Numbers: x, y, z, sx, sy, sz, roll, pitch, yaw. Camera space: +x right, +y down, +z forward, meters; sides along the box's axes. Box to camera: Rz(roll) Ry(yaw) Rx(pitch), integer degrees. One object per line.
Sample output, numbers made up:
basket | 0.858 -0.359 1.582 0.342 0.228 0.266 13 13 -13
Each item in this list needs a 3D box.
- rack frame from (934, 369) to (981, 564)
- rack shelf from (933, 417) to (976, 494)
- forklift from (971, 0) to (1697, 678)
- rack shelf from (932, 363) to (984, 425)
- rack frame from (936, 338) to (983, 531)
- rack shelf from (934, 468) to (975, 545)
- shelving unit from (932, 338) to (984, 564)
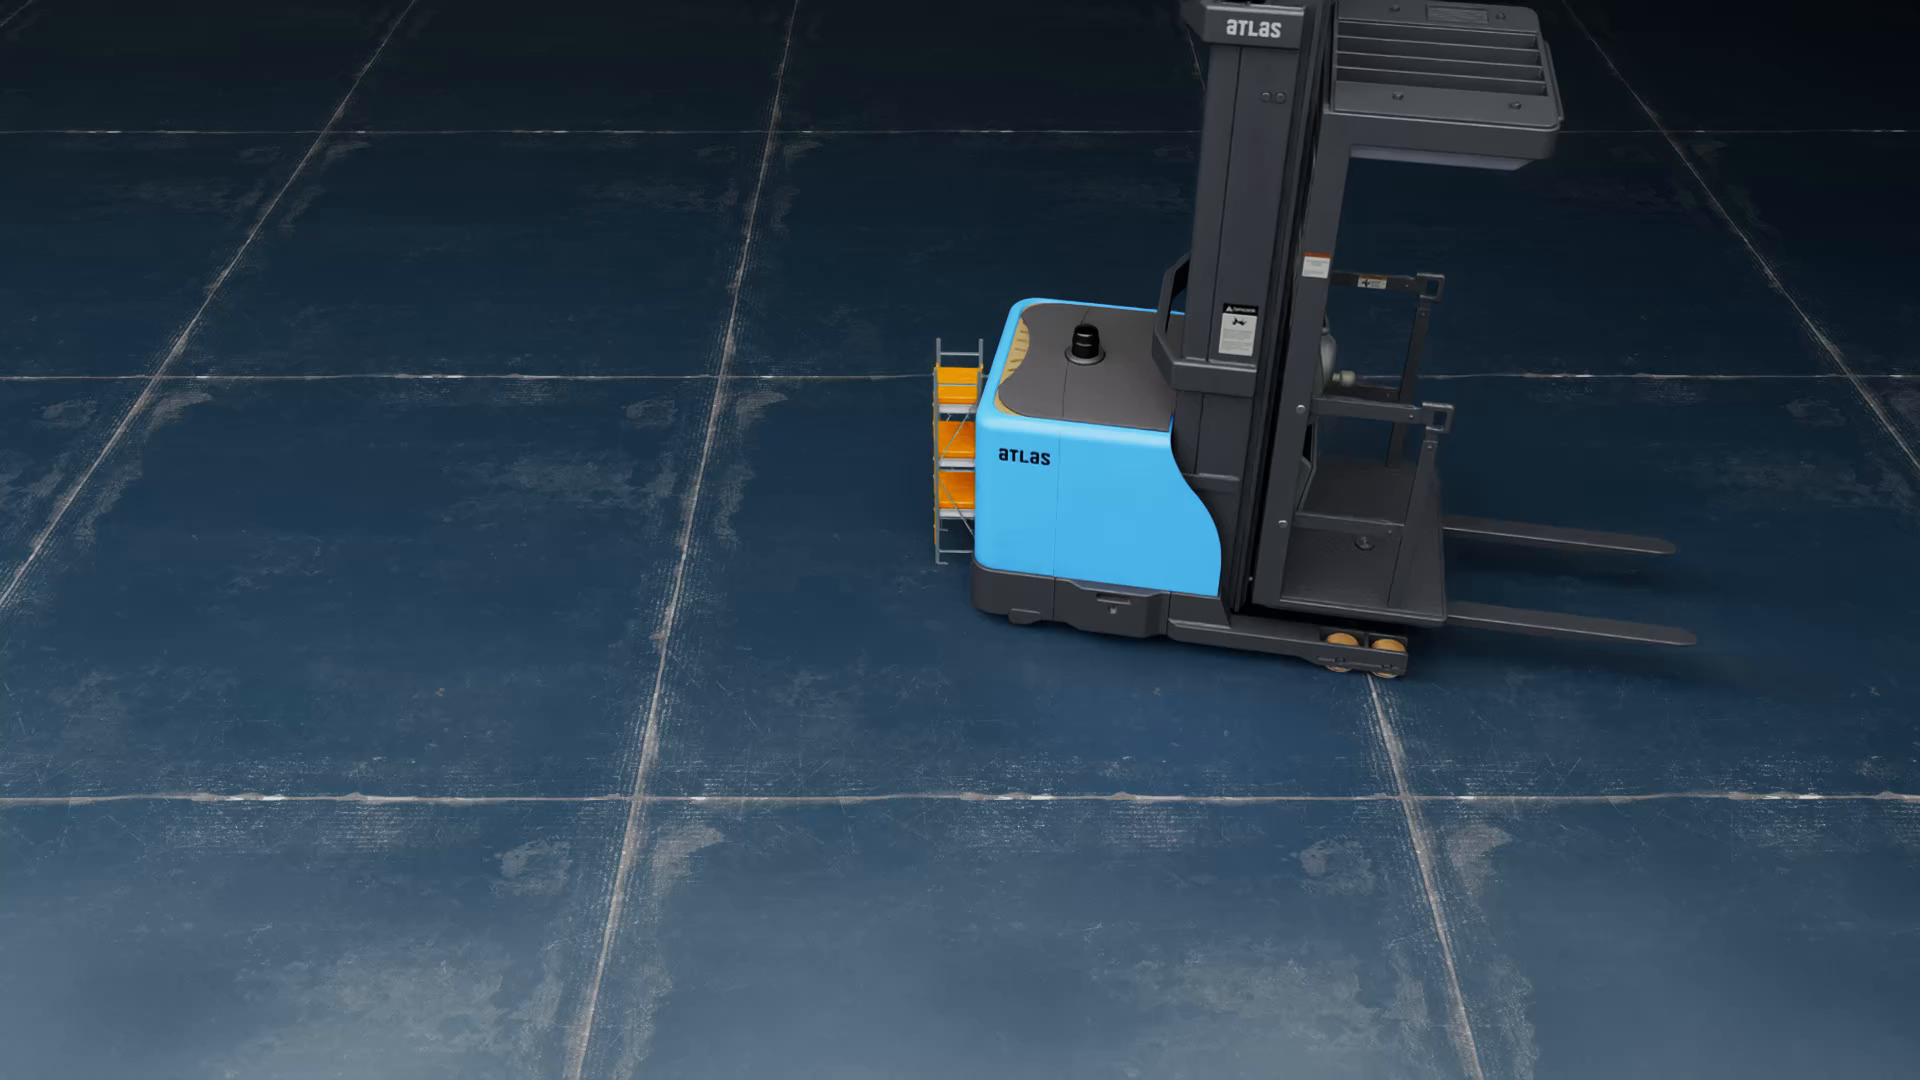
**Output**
rack frame | -0.011 -0.301 7.287 0.200 1.050 0.008 1 39 2
rack shelf | -0.006 -0.369 7.388 0.215 0.259 0.240 1 39 2
forklift | 1.618 -0.925 6.560 3.031 2.935 1.130 7 39 8
rack shelf | -0.006 -0.591 7.211 0.215 0.259 0.240 1 39 2
rack frame | -0.001 -0.454 7.477 0.200 1.050 0.008 1 39 2
rack shelf | -0.006 -0.153 7.562 0.215 0.259 0.240 1 39 2
shelving unit | -0.006 -0.378 7.382 0.215 1.050 0.252 1 39 2
